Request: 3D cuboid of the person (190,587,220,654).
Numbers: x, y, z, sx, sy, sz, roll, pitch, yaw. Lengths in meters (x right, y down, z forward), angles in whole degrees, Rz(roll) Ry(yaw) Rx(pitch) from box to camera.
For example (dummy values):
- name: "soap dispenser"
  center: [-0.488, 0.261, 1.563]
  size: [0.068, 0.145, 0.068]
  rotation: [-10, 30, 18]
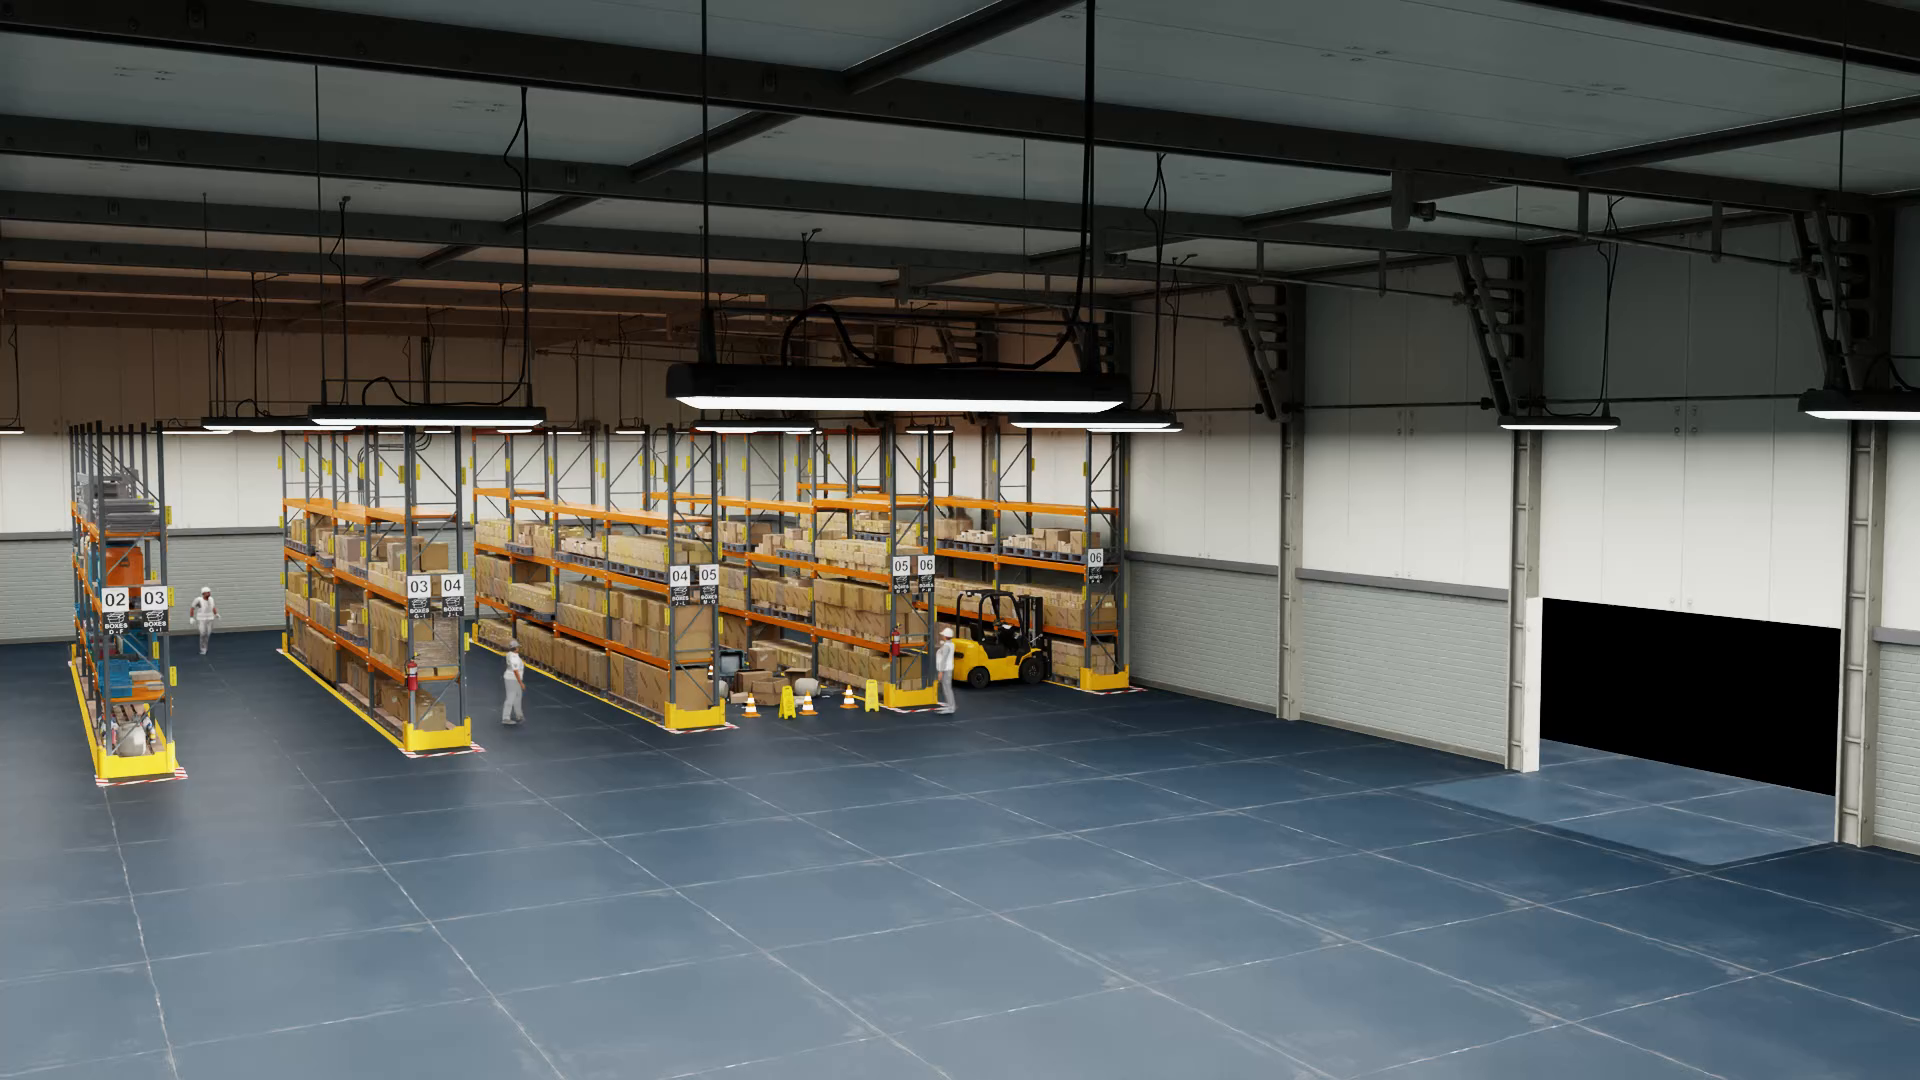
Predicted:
- name: "person"
  center: [-20.104, 2.167, 44.230]
  size: [0.712, 1.844, 0.729]
  rotation: [-3, 4, -38]

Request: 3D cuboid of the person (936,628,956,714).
- name: "person"
  center: [-0.292, 2.718, 34.418]
  size: [0.410, 1.800, 0.616]
  rotation: [0, 4, 3]

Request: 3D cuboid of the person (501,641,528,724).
- name: "person"
  center: [-8.950, 2.851, 33.397]
  size: [0.513, 1.693, 0.686]
  rotation: [-1, 4, -13]
